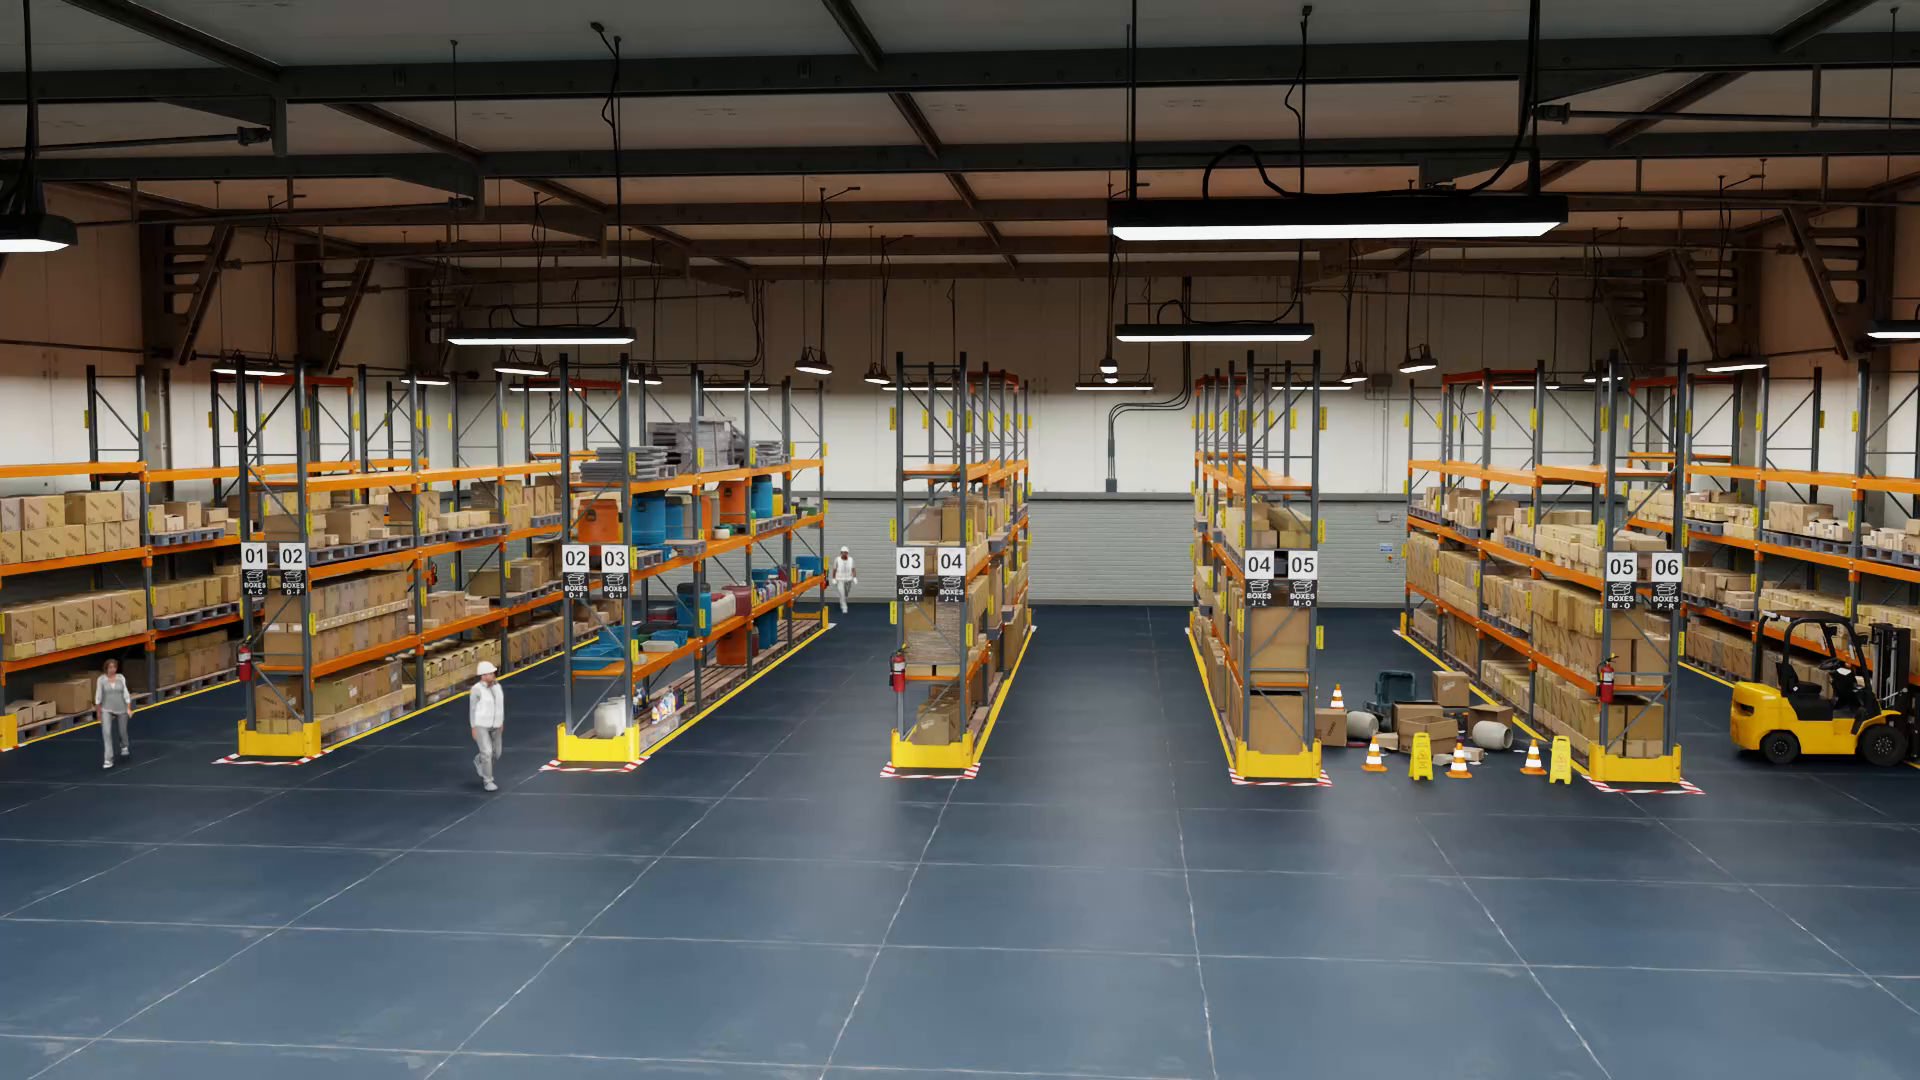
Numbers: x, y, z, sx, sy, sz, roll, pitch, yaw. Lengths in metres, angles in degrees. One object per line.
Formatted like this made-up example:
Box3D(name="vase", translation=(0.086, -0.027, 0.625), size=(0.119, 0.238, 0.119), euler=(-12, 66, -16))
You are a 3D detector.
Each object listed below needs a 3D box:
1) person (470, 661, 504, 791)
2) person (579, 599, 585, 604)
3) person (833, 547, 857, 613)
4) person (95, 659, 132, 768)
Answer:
Box3D(name="person", translation=(-6.497, 2.510, 22.739), size=(0.536, 1.745, 0.855), euler=(-4, 6, -45))
Box3D(name="person", translation=(-9.793, 1.146, 43.120), size=(0.595, 1.597, 0.700), euler=(1, 4, 18))
Box3D(name="person", translation=(-3.013, 1.030, 43.441), size=(0.576, 1.718, 1.126), euler=(-1, 4, -20))
Box3D(name="person", translation=(-12.341, 2.539, 24.262), size=(0.485, 1.431, 1.003), euler=(-2, 4, -21))
